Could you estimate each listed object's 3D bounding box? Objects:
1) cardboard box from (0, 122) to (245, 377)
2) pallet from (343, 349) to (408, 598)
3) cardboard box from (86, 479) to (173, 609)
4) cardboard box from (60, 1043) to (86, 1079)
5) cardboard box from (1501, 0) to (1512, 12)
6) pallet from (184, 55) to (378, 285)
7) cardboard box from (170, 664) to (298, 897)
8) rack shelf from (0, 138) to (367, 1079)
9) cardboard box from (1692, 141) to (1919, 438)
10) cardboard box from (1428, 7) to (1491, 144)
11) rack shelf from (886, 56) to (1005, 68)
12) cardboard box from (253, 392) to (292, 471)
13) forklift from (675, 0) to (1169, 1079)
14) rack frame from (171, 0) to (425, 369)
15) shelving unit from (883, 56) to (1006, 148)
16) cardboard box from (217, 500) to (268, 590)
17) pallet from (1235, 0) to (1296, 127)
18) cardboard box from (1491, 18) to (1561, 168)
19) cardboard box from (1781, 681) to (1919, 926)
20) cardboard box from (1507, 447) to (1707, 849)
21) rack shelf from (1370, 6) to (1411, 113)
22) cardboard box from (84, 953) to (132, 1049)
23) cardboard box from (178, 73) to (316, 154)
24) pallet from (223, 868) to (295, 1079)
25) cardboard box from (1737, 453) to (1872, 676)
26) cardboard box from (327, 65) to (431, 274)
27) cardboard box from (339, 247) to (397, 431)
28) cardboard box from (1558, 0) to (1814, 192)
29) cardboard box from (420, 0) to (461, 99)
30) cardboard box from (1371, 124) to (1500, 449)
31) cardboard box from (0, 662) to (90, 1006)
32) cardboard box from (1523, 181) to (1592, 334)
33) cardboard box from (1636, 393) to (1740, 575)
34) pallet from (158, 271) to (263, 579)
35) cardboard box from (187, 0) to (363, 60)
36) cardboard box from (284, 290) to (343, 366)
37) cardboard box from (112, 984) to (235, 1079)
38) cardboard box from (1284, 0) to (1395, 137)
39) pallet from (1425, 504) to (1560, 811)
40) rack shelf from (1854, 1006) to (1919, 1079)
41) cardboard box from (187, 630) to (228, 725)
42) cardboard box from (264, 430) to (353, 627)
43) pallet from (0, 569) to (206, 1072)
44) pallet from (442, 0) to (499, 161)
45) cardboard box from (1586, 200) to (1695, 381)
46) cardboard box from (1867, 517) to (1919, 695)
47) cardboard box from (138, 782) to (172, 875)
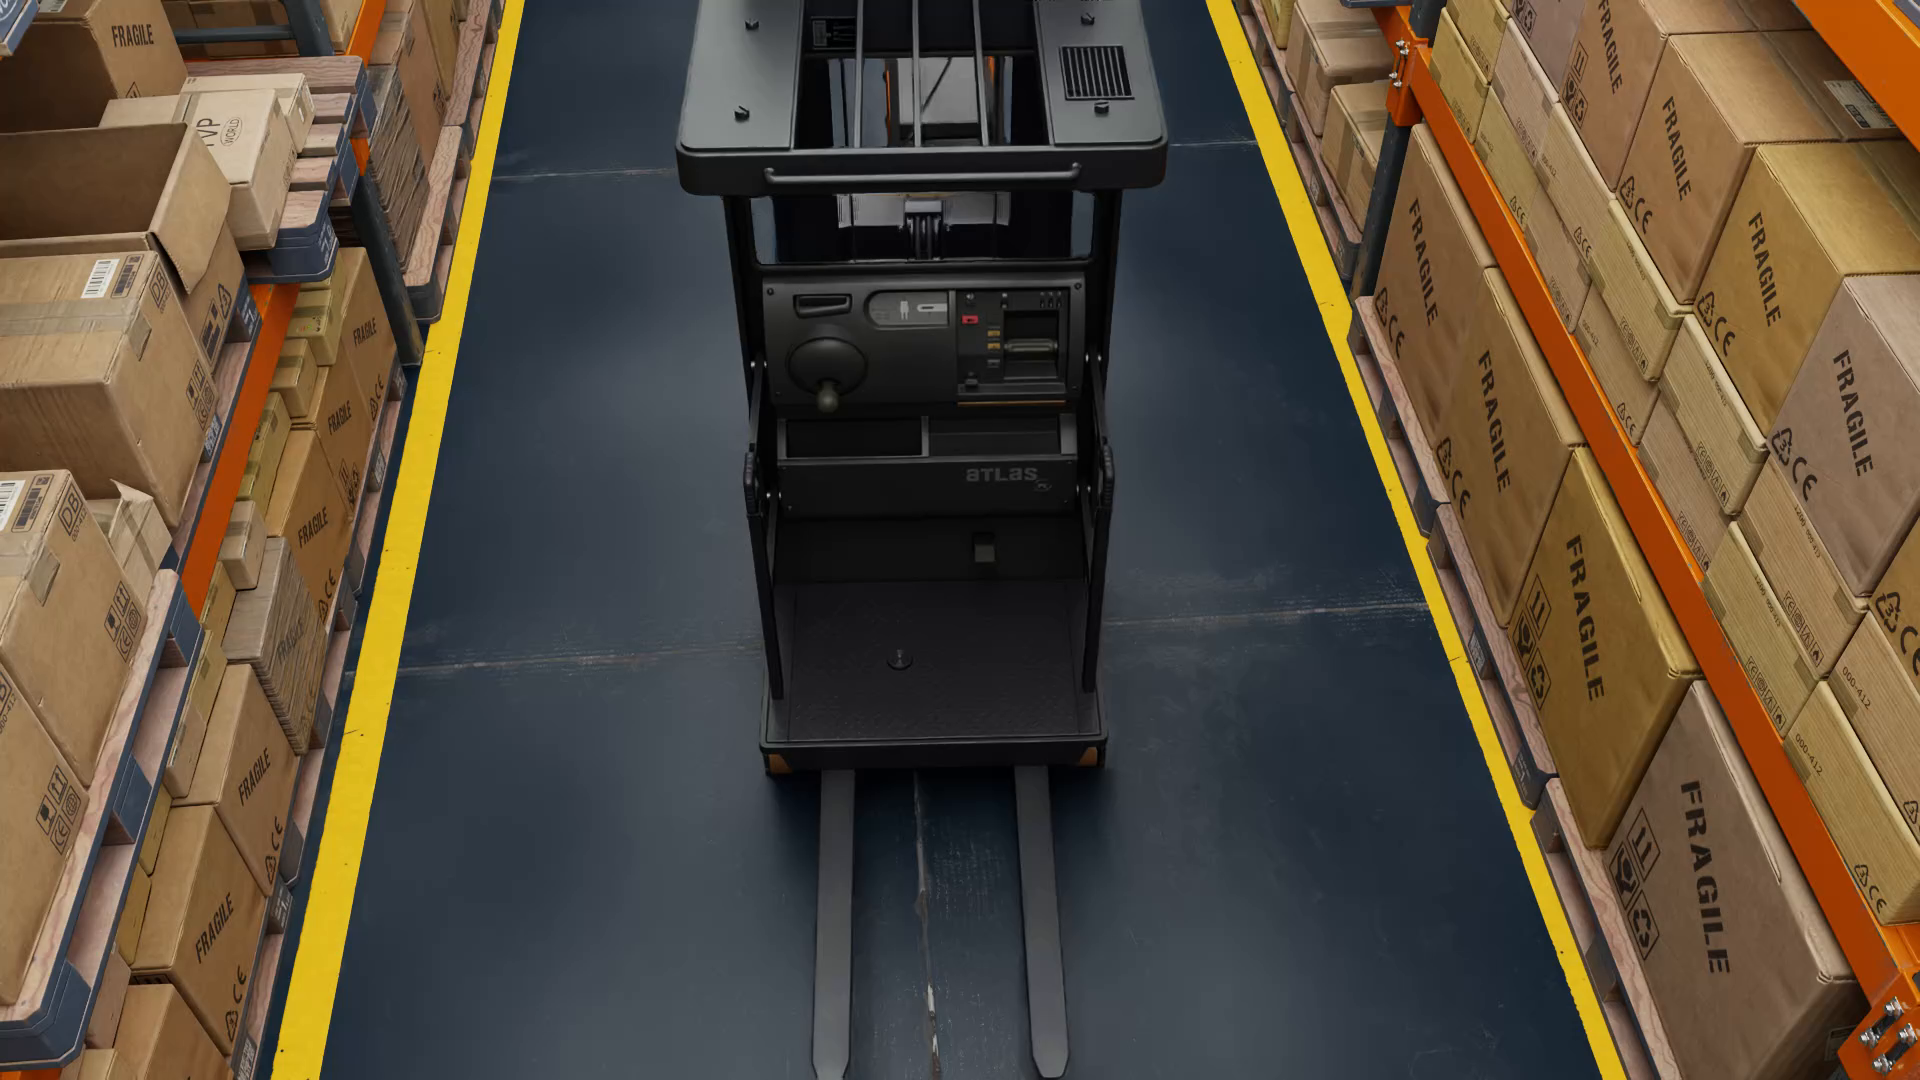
[{"bbox_3d":[-2.429,-0.775,4.558,0.797,0.503,0.637,-4,47,-4],"label":"cardboard box"},{"bbox_3d":[-2.725,-0.264,6.355,1.003,0.211,1.213,-3,47,-3],"label":"pallet"},{"bbox_3d":[-2.149,0.002,3.985,0.396,0.266,0.258,-1,47,-1],"label":"cardboard box"},{"bbox_3d":[-2.241,1.247,3.784,0.380,0.149,0.250,-4,47,-4],"label":"cardboard box"},{"bbox_3d":[1.993,-2.076,5.393,0.500,0.500,0.500,-5,47,-5],"label":"cardboard box"},{"bbox_3d":[-2.624,-1.213,5.465,1.213,0.211,1.003,-3,47,-3],"label":"pallet"},{"bbox_3d":[-2.323,0.734,4.921,0.500,0.500,0.500,-5,47,-4],"label":"cardboard box"},{"bbox_3d":[-2.583,-0.071,4.747,1.077,0.370,4.000,-3,47,-3],"label":"rack shelf"},{"bbox_3d":[2.169,-0.604,3.998,0.500,0.500,0.500,-2,47,-2],"label":"cardboard box"},{"bbox_3d":[1.986,-1.649,5.849,0.500,0.250,0.500,-4,47,-4],"label":"cardboard box"},{"bbox_3d":[-0.064,-1.991,5.737,0.431,0.518,0.480,-2,45,-2],"label":"rack shelf"},{"bbox_3d":[-2.448,-0.349,5.500,0.380,0.149,0.250,-2,47,-2],"label":"cardboard box"},{"bbox_3d":[-0.094,-0.476,4.682,1.130,2.935,3.031,-1,47,-1],"label":"forklift"},{"bbox_3d":[-2.750,-1.765,5.856,1.000,3.000,0.127,-3,47,-3],"label":"rack frame"},{"bbox_3d":[-0.063,-1.508,6.225,0.431,2.100,0.503,-2,45,-2],"label":"shelving unit"},{"bbox_3d":[-2.373,0.030,5.141,0.380,0.149,0.250,-6,47,-5],"label":"cardboard box"},{"bbox_3d":[2.033,-2.557,8.526,1.003,0.211,1.213,-3,47,-3],"label":"pallet"},{"bbox_3d":[2.034,-1.434,5.301,0.500,0.250,0.500,-2,47,-2],"label":"cardboard box"},{"bbox_3d":[2.242,0.567,3.751,0.500,0.250,0.500,-4,47,-4],"label":"cardboard box"},{"bbox_3d":[2.316,0.314,5.061,0.875,0.875,0.875,-2,47,-2],"label":"cardboard box"},{"bbox_3d":[2.028,-3.269,7.776,1.077,0.370,4.000,-3,47,-3],"label":"rack shelf"},{"bbox_3d":[-2.280,1.150,4.081,0.380,0.149,0.250,-5,47,-4],"label":"cardboard box"},{"bbox_3d":[-2.313,-1.371,5.367,0.380,0.149,0.250,-3,47,-3],"label":"cardboard box"},{"bbox_3d":[-2.521,1.502,4.683,1.003,0.211,1.213,-3,47,-3],"label":"pallet"},{"bbox_3d":[2.202,0.039,3.906,0.500,0.250,0.500,-2,47,-2],"label":"cardboard box"},{"bbox_3d":[-2.789,-1.545,6.994,0.875,0.625,0.625,-2,47,-2],"label":"cardboard box"},{"bbox_3d":[-2.501,-0.757,6.334,0.500,0.500,0.500,-2,47,-2],"label":"cardboard box"},{"bbox_3d":[2.072,-1.343,4.698,0.500,0.500,0.500,-2,47,-2],"label":"cardboard box"},{"bbox_3d":[-2.908,-2.505,7.902,0.875,0.625,0.625,-5,47,-5],"label":"cardboard box"},{"bbox_3d":[2.171,-0.979,6.285,0.875,0.875,0.875,-4,47,-4],"label":"cardboard box"},{"bbox_3d":[-2.233,0.586,3.271,0.700,0.500,0.500,-2,47,-2],"label":"cardboard box"},{"bbox_3d":[2.085,-0.898,5.138,0.500,0.250,0.500,-2,47,-2],"label":"cardboard box"},{"bbox_3d":[2.177,-0.168,4.446,0.500,0.250,0.500,-5,47,-4],"label":"cardboard box"},{"bbox_3d":[-2.583,-0.292,4.593,1.003,0.211,1.213,-3,47,-3],"label":"pallet"},{"bbox_3d":[-2.544,-2.050,6.228,0.500,0.250,0.500,-3,47,-3],"label":"cardboard box"},{"bbox_3d":[-2.403,-0.736,5.866,0.380,0.149,0.250,-6,47,-5],"label":"cardboard box"},{"bbox_3d":[-2.232,1.480,4.214,0.500,0.500,0.500,-2,47,-2],"label":"cardboard box"},{"bbox_3d":[2.089,-2.253,7.839,0.950,0.372,0.625,-4,47,-4],"label":"cardboard box"},{"bbox_3d":[2.286,0.345,5.778,1.003,0.211,1.213,-3,47,-3],"label":"pallet"},{"bbox_3d":[2.698,2.519,2.294,1.077,0.370,4.000,-3,47,-3],"label":"rack shelf"},{"bbox_3d":[-2.352,0.404,4.787,0.380,0.149,0.250,-2,47,-2],"label":"cardboard box"},{"bbox_3d":[-2.423,-0.016,5.632,0.500,0.500,0.500,-2,47,-2],"label":"cardboard box"},{"bbox_3d":[-2.373,0.610,3.738,1.003,0.211,1.213,-3,47,-3],"label":"pallet"},{"bbox_3d":[-2.879,-2.285,8.269,1.003,0.211,1.213,-3,47,-3],"label":"pallet"},{"bbox_3d":[2.093,-0.705,4.611,0.500,0.250,0.500,-3,47,-3],"label":"cardboard box"},{"bbox_3d":[2.243,0.138,3.296,0.500,0.500,0.500,-2,47,-2],"label":"cardboard box"},{"bbox_3d":[-2.350,0.767,4.443,0.380,0.149,0.250,-4,47,-4],"label":"cardboard box"}]
